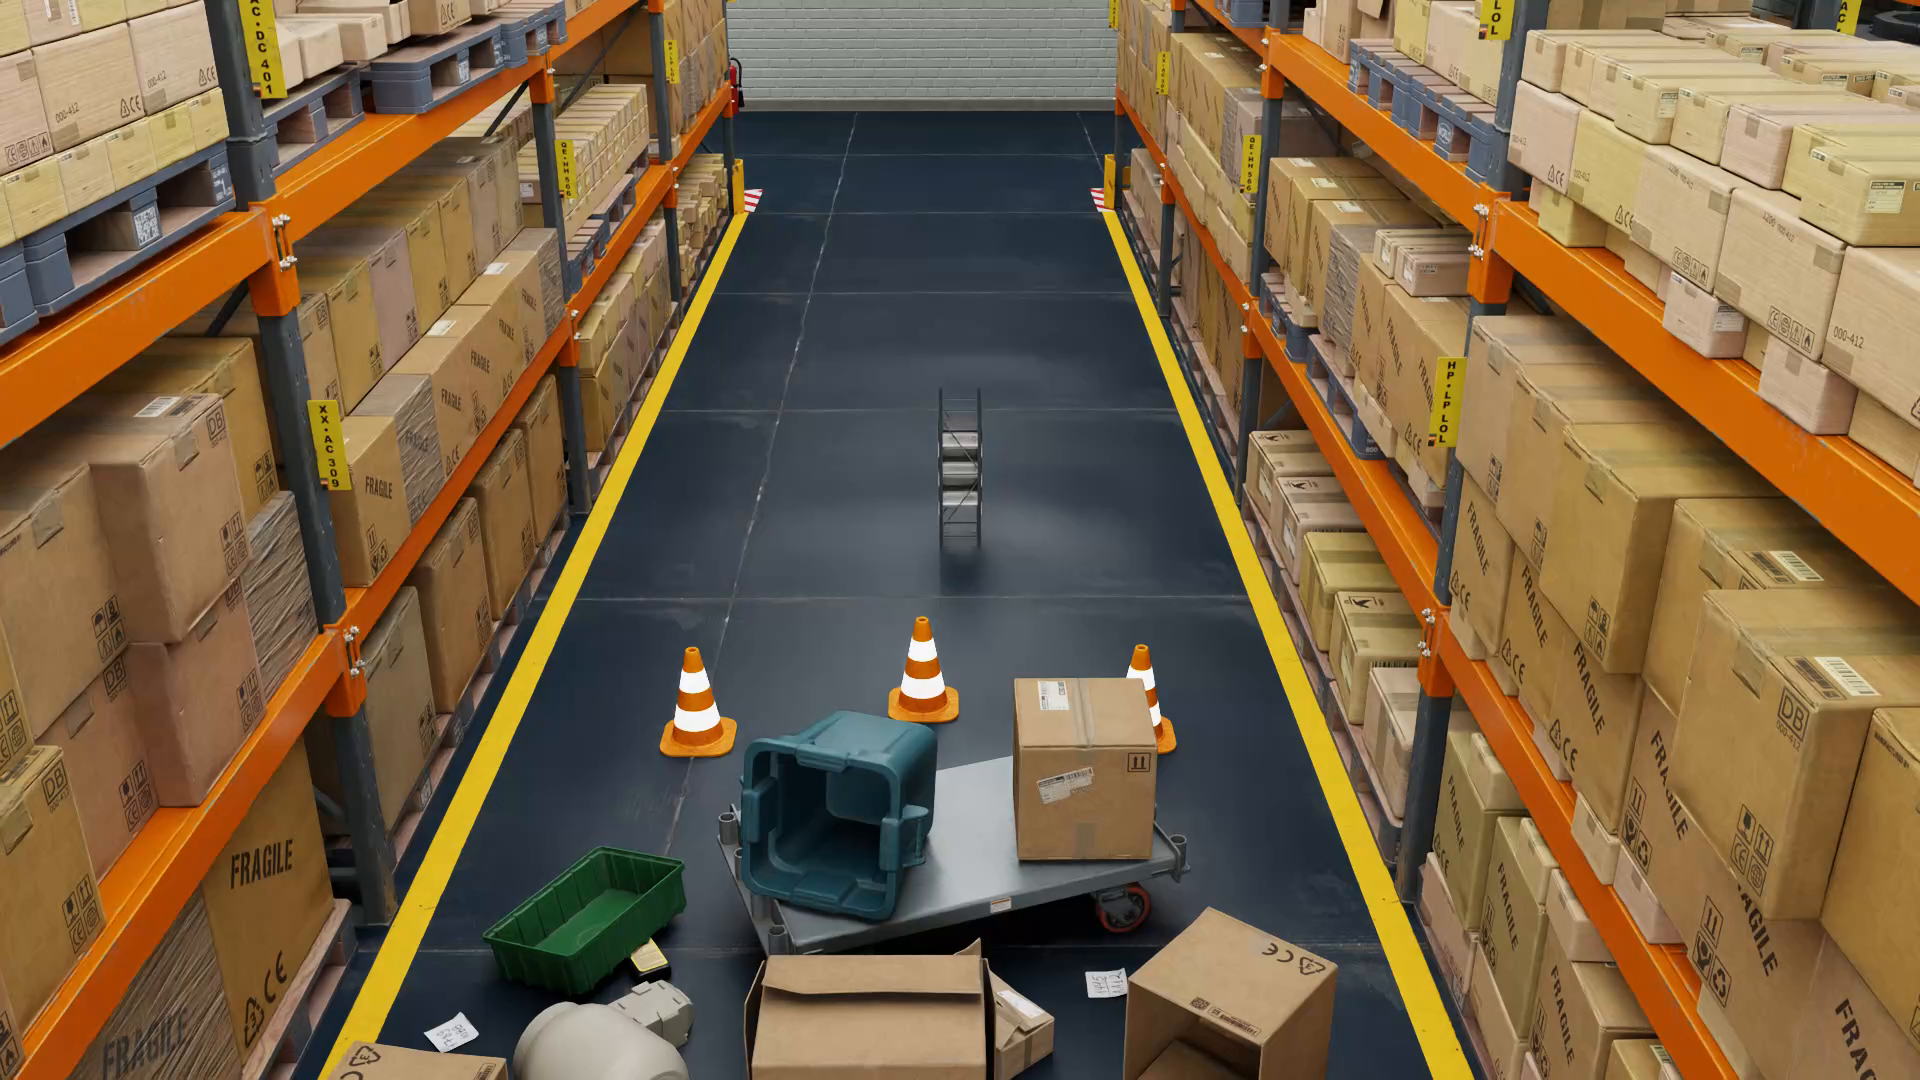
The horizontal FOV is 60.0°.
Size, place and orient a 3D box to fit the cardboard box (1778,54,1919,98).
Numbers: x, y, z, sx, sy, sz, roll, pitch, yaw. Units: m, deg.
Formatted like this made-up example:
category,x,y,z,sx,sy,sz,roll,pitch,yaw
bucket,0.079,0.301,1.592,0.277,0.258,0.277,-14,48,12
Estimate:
category,x,y,z,sx,sy,sz,roll,pitch,yaw
cardboard box,2.456,-1.223,4.512,0.380,0.149,0.250,0,24,1

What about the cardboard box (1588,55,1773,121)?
category,x,y,z,sx,sy,sz,roll,pitch,yaw
cardboard box,1.945,-1.220,4.505,0.380,0.149,0.250,-1,24,-2

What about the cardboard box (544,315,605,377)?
category,x,y,z,sx,sy,sz,roll,pitch,yaw
cardboard box,-2.516,-1.216,10.411,0.500,0.250,0.500,-1,24,-3

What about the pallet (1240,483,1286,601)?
category,x,y,z,sx,sy,sz,roll,pitch,yaw
pallet,2.205,-0.008,9.511,1.003,0.211,1.213,0,24,-1

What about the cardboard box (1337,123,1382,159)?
category,x,y,z,sx,sy,sz,roll,pitch,yaw
cardboard box,2.437,-2.306,9.873,0.500,0.500,0.500,-1,24,-2

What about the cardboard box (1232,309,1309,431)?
category,x,y,z,sx,sy,sz,roll,pitch,yaw
cardboard box,2.274,-1.108,10.629,0.875,0.875,0.875,0,24,-1

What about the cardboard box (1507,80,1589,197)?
category,x,y,z,sx,sy,sz,roll,pitch,yaw
cardboard box,1.973,-1.203,4.951,0.500,0.250,0.500,-1,24,-2

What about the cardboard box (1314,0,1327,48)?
category,x,y,z,sx,sy,sz,roll,pitch,yaw
cardboard box,2.034,-2.670,8.536,0.396,0.266,0.258,0,24,-1

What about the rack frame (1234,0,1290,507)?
category,x,y,z,sx,sy,sz,roll,pitch,yaw
rack frame,2.198,-1.600,9.648,1.000,3.000,0.127,0,24,-1

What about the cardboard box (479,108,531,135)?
category,x,y,z,sx,sy,sz,roll,pitch,yaw
cardboard box,-3.237,-2.939,11.682,0.380,0.149,0.250,0,24,-1

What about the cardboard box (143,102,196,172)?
category,x,y,z,sx,sy,sz,roll,pitch,yaw
cardboard box,-2.380,-1.125,4.631,0.380,0.149,0.250,0,24,0

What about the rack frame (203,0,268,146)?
category,x,y,z,sx,sy,sz,roll,pitch,yaw
rack frame,-2.707,-2.621,4.626,1.000,3.000,0.127,0,24,-1

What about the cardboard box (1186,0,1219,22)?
category,x,y,z,sx,sy,sz,roll,pitch,yaw
cardboard box,1.939,-4.280,13.451,0.380,0.149,0.250,0,24,1

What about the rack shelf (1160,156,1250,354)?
category,x,y,z,sx,sy,sz,roll,pitch,yaw
rack shelf,2.176,-2.096,11.618,1.077,0.370,4.000,0,24,-1

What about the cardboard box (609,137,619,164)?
category,x,y,z,sx,sy,sz,roll,pitch,yaw
cardboard box,-2.574,-2.691,11.493,0.380,0.149,0.250,0,24,0

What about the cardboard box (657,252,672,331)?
category,x,y,z,sx,sy,sz,roll,pitch,yaw
cardboard box,-2.534,-1.933,12.908,0.500,0.500,0.500,-1,24,-2

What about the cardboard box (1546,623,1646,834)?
category,x,y,z,sx,sy,sz,roll,pitch,yaw
cardboard box,1.989,0.463,4.603,0.500,0.500,0.500,0,24,-1

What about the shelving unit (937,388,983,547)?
category,x,y,z,sx,sy,sz,roll,pitch,yaw
shelving unit,0.000,-0.413,9.572,0.258,0.900,0.210,0,24,-1

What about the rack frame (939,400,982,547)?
category,x,y,z,sx,sy,sz,roll,pitch,yaw
rack frame,0.001,-0.371,9.479,0.240,0.900,0.006,0,24,-1

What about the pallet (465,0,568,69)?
category,x,y,z,sx,sy,sz,roll,pitch,yaw
pallet,-2.691,-2.552,8.341,1.213,0.211,1.003,1,24,2

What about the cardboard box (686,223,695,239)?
category,x,y,z,sx,sy,sz,roll,pitch,yaw
cardboard box,-2.589,-2.792,14.872,0.380,0.149,0.250,1,24,2

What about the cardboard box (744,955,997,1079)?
category,x,y,z,sx,sy,sz,roll,pitch,yaw
cardboard box,-0.284,1.674,5.273,0.797,0.637,0.503,0,24,-1

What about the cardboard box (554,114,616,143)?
category,x,y,z,sx,sy,sz,roll,pitch,yaw
cardboard box,-2.581,-2.831,11.442,0.380,0.149,0.250,-1,24,-3

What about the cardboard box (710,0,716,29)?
category,x,y,z,sx,sy,sz,roll,pitch,yaw
cardboard box,-2.579,-5.073,15.631,0.500,0.500,0.500,-1,24,-2

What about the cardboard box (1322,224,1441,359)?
category,x,y,z,sx,sy,sz,roll,pitch,yaw
cardboard box,1.994,-1.146,7.653,0.500,0.500,0.500,-1,24,-3

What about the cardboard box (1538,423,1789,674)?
category,x,y,z,sx,sy,sz,roll,pitch,yaw
cardboard box,1.992,0.011,4.389,0.700,0.500,0.500,-1,24,-2

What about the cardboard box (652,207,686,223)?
category,x,y,z,sx,sy,sz,roll,pitch,yaw
cardboard box,-2.612,-2.816,14.564,0.380,0.149,0.250,-1,24,-2

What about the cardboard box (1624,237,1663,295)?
category,x,y,z,sx,sy,sz,roll,pitch,yaw
cardboard box,2.023,-0.761,4.459,0.380,0.149,0.250,0,24,1

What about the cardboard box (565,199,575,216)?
category,x,y,z,sx,sy,sz,roll,pitch,yaw
cardboard box,-2.560,-2.061,10.100,0.380,0.149,0.250,1,24,2

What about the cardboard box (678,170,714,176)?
category,x,y,z,sx,sy,sz,roll,pitch,yaw
cardboard box,-2.564,-3.462,15.993,0.380,0.149,0.250,-1,24,-3

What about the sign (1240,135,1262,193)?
category,x,y,z,sx,sy,sz,roll,pitch,yaw
sign,1.643,-2.124,9.401,0.100,0.325,0.005,0,24,-1

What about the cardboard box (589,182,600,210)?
category,x,y,z,sx,sy,sz,roll,pitch,yaw
cardboard box,-2.570,-2.241,10.860,0.380,0.149,0.250,1,24,1

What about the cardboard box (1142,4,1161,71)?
category,x,y,z,sx,sy,sz,roll,pitch,yaw
cardboard box,1.861,-4.362,14.419,0.500,0.500,0.500,0,24,0

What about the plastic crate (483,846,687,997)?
category,x,y,z,sx,sy,sz,roll,pitch,yaw
plastic crate,-1.395,1.433,6.285,0.450,0.188,0.662,3,22,31

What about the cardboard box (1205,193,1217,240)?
category,x,y,z,sx,sy,sz,roll,pitch,yaw
cardboard box,1.922,-2.157,11.061,0.500,0.250,0.500,0,24,-1

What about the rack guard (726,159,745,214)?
category,x,y,z,sx,sy,sz,roll,pitch,yaw
rack guard,-2.837,-3.663,17.241,1.175,0.500,0.348,0,24,-1

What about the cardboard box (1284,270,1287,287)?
category,x,y,z,sx,sy,sz,roll,pitch,yaw
cardboard box,1.985,-1.426,9.057,0.380,0.149,0.250,-2,24,-4

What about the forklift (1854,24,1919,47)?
category,x,y,z,sx,sy,sz,roll,pitch,yaw
forklift,5.397,-1.266,9.069,3.031,2.867,1.129,6,25,13

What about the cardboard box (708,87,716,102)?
category,x,y,z,sx,sy,sz,roll,pitch,yaw
cardboard box,-2.543,-4.274,15.865,0.380,0.149,0.250,0,24,1

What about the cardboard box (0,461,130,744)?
category,x,y,z,sx,sy,sz,roll,pitch,yaw
cardboard box,-2.747,0.153,4.279,0.875,0.550,0.550,0,24,-1

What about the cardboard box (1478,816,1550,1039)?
category,x,y,z,sx,sy,sz,roll,pitch,yaw
cardboard box,1.996,1.233,5.301,0.500,0.500,0.500,1,24,2

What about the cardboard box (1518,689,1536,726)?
category,x,y,z,sx,sy,sz,roll,pitch,yaw
cardboard box,2.012,0.507,5.294,0.380,0.149,0.250,0,24,-1

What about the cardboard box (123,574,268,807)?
category,x,y,z,sx,sy,sz,roll,pitch,yaw
cardboard box,-2.662,0.422,4.995,0.875,0.550,0.550,0,24,-1

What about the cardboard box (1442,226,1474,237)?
category,x,y,z,sx,sy,sz,roll,pitch,yaw
cardboard box,2.509,-1.141,7.640,0.500,0.500,0.500,-1,24,-3

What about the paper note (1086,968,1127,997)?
category,x,y,z,sx,sy,sz,roll,pitch,yaw
paper note,0.541,1.627,6.116,0.148,0.019,0.142,0,24,-1

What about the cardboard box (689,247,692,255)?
category,x,y,z,sx,sy,sz,roll,pitch,yaw
cardboard box,-2.535,-2.440,14.455,0.380,0.149,0.250,0,24,-1

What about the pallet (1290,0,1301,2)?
category,x,y,z,sx,sy,sz,roll,pitch,yaw
pallet,2.123,-3.607,10.674,1.003,0.211,1.213,1,24,2

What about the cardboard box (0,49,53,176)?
category,x,y,z,sx,sy,sz,roll,pitch,yaw
cardboard box,-2.436,-0.943,3.744,0.500,0.250,0.500,0,24,-1

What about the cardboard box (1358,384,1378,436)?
category,x,y,z,sx,sy,sz,roll,pitch,yaw
cardboard box,1.930,-0.559,7.142,0.380,0.149,0.250,0,24,0

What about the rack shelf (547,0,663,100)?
category,x,y,z,sx,sy,sz,roll,pitch,yaw
rack shelf,-2.772,-3.399,10.859,1.077,0.370,4.000,0,24,-1

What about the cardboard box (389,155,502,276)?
category,x,y,z,sx,sy,sz,roll,pitch,yaw
cardboard box,-2.749,-1.644,8.410,0.700,0.500,0.500,-1,24,-1

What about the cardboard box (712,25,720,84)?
category,x,y,z,sx,sy,sz,roll,pitch,yaw
cardboard box,-2.575,-4.618,15.837,0.500,0.500,0.500,-1,24,-1

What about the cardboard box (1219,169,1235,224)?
category,x,y,z,sx,sy,sz,roll,pitch,yaw
cardboard box,1.929,-2.169,10.482,0.500,0.250,0.500,-1,24,-2

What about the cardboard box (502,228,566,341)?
category,x,y,z,sx,sy,sz,roll,pitch,yaw
cardboard box,-2.477,-1.397,9.078,0.500,0.500,0.500,0,24,-1

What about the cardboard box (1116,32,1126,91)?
category,x,y,z,sx,sy,sz,roll,pitch,yaw
cardboard box,1.829,-4.743,16.476,0.500,0.500,0.500,0,24,-1

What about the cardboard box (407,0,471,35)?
category,x,y,z,sx,sy,sz,roll,pitch,yaw
cardboard box,-2.452,-2.470,7.180,0.500,0.500,0.500,0,24,-1

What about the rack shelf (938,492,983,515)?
category,x,y,z,sx,sy,sz,roll,pitch,yaw
rack shelf,0.000,-0.219,9.660,0.258,0.077,0.200,0,24,-1

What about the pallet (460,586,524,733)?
category,x,y,z,sx,sy,sz,roll,pitch,yaw
pallet,-2.807,0.561,8.254,1.003,0.211,1.213,0,24,-1

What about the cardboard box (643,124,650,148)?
category,x,y,z,sx,sy,sz,roll,pitch,yaw
cardboard box,-2.592,-3.099,12.756,0.380,0.149,0.250,-1,24,-2
